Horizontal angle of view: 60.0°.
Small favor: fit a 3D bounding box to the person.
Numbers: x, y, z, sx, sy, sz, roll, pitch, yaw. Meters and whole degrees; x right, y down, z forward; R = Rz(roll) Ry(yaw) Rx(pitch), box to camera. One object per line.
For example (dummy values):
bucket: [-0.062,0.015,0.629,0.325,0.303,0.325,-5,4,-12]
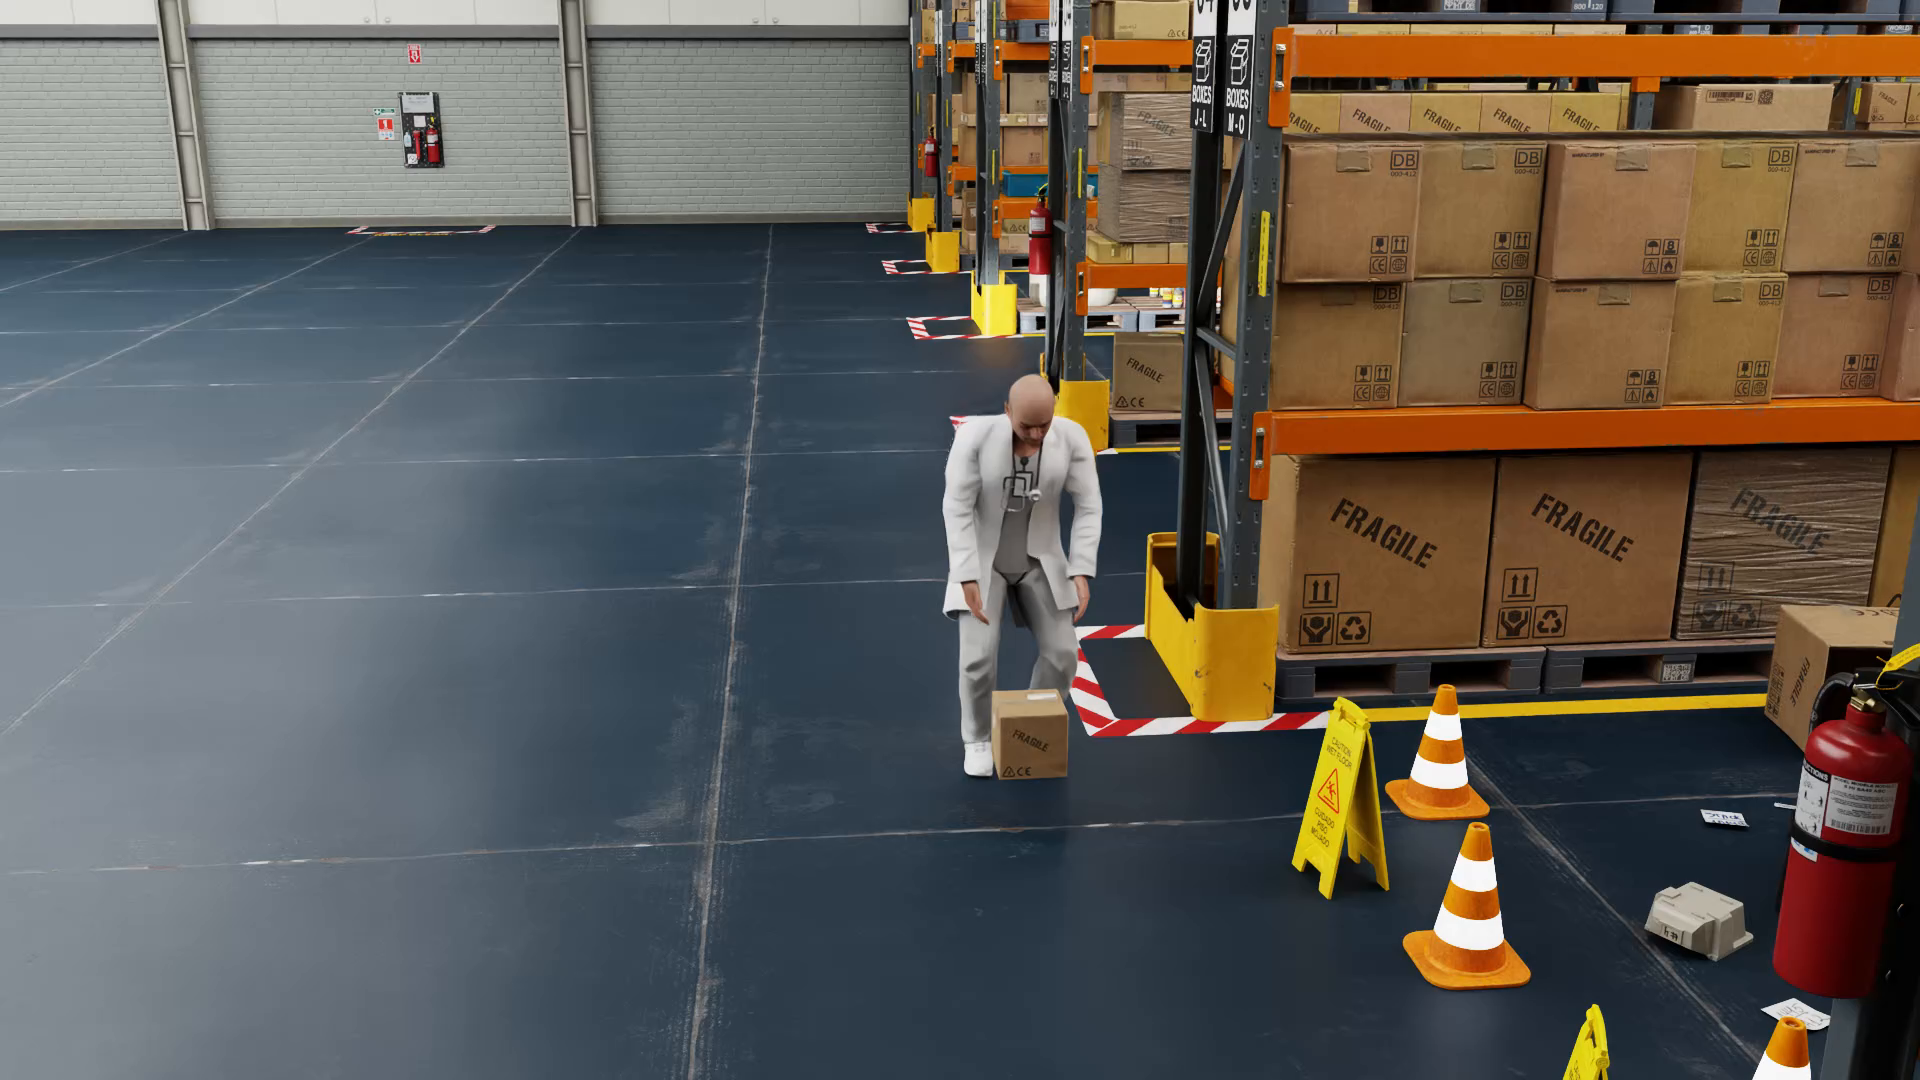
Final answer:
person: [0.238,0.116,6.482,0.618,1.612,0.564,-2,17,-5]
